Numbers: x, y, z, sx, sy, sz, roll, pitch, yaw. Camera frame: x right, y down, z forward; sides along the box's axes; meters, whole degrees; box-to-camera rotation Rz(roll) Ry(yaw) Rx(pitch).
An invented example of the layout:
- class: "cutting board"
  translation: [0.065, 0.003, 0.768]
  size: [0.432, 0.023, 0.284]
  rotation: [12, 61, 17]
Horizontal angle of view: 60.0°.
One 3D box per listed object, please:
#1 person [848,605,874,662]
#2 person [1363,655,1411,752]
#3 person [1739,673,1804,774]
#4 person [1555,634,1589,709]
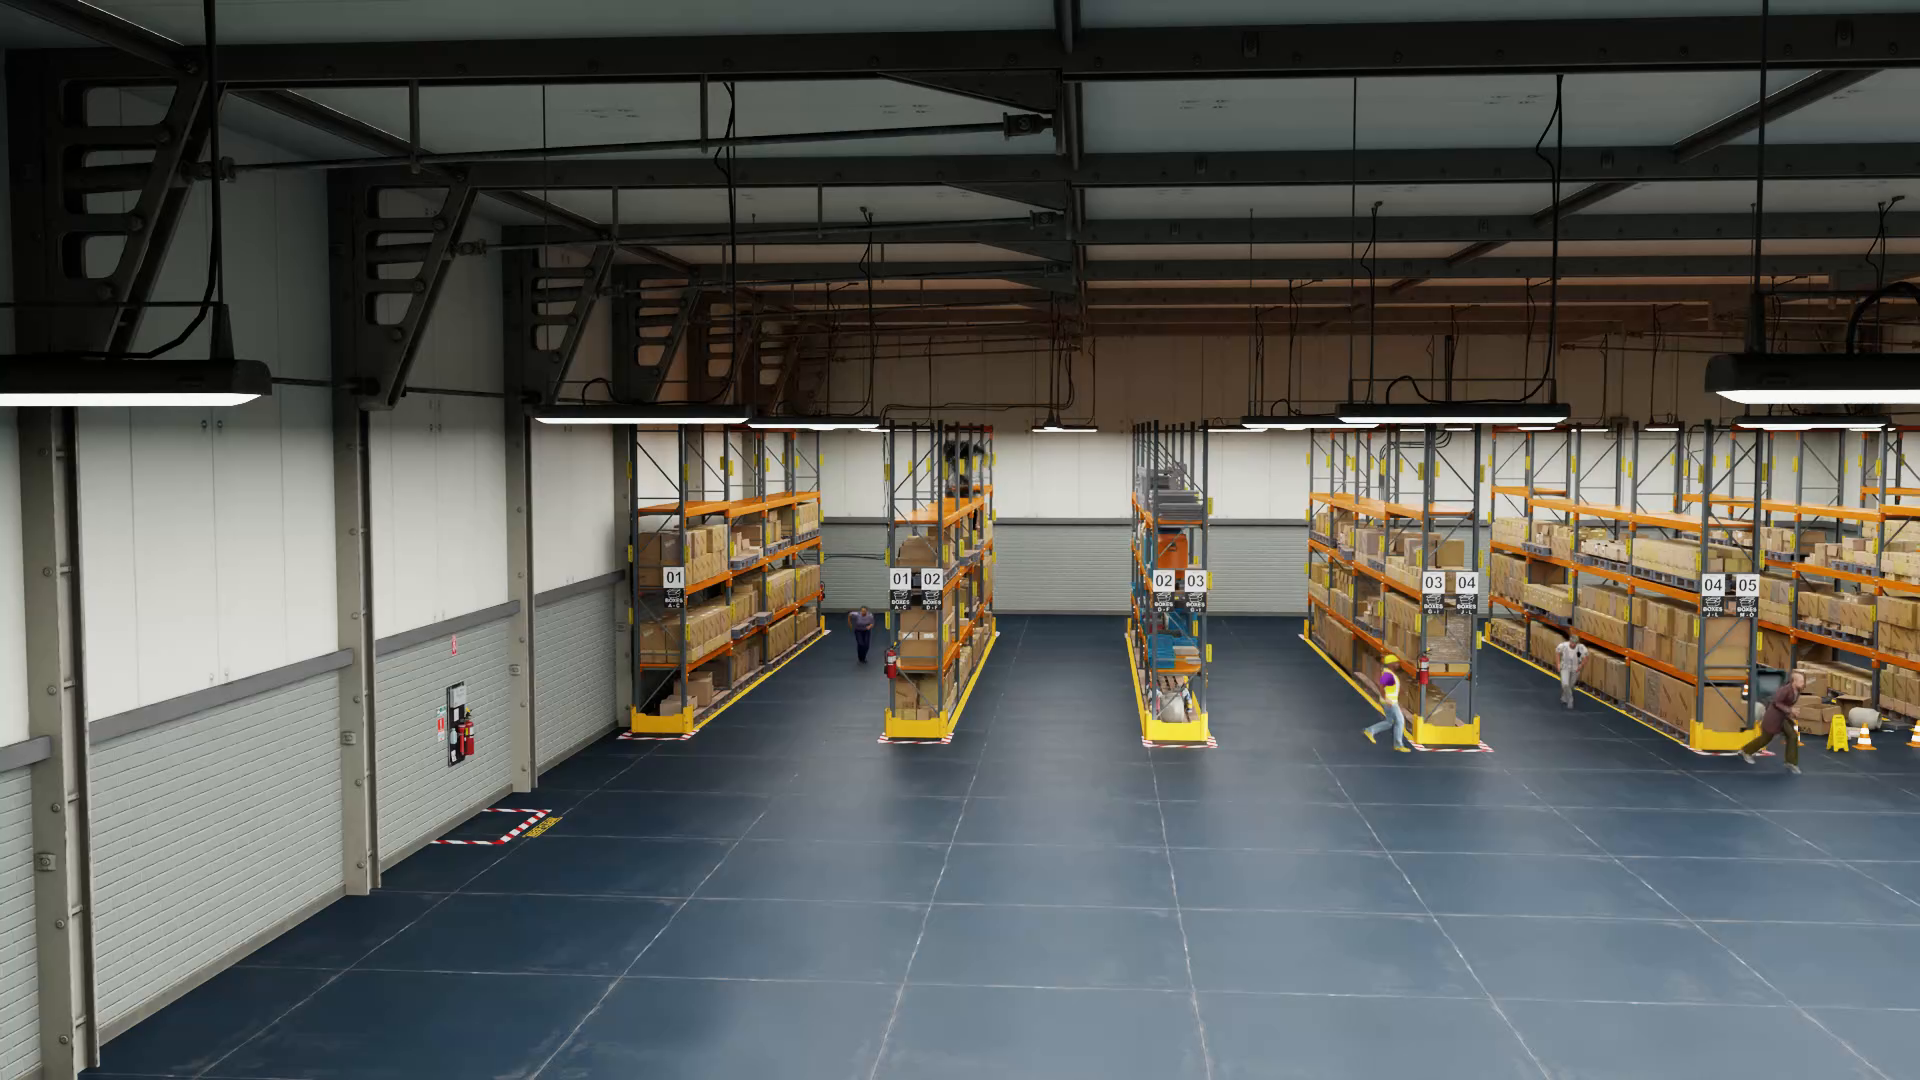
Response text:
- class: "person"
  translation: [-2.477, 2.358, 41.607]
  size: [0.636, 1.468, 0.862]
  rotation: [-1, 4, -11]
- class: "person"
  translation: [7.759, 2.954, 30.156]
  size: [0.851, 1.769, 0.732]
  rotation: [1, 4, 10]
- class: "person"
  translation: [13.885, 3.099, 28.419]
  size: [0.753, 1.745, 1.070]
  rotation: [-3, 5, -44]
- class: "person"
  translation: [12.879, 2.748, 35.054]
  size: [0.670, 1.597, 1.071]
  rotation: [1, 4, 14]
